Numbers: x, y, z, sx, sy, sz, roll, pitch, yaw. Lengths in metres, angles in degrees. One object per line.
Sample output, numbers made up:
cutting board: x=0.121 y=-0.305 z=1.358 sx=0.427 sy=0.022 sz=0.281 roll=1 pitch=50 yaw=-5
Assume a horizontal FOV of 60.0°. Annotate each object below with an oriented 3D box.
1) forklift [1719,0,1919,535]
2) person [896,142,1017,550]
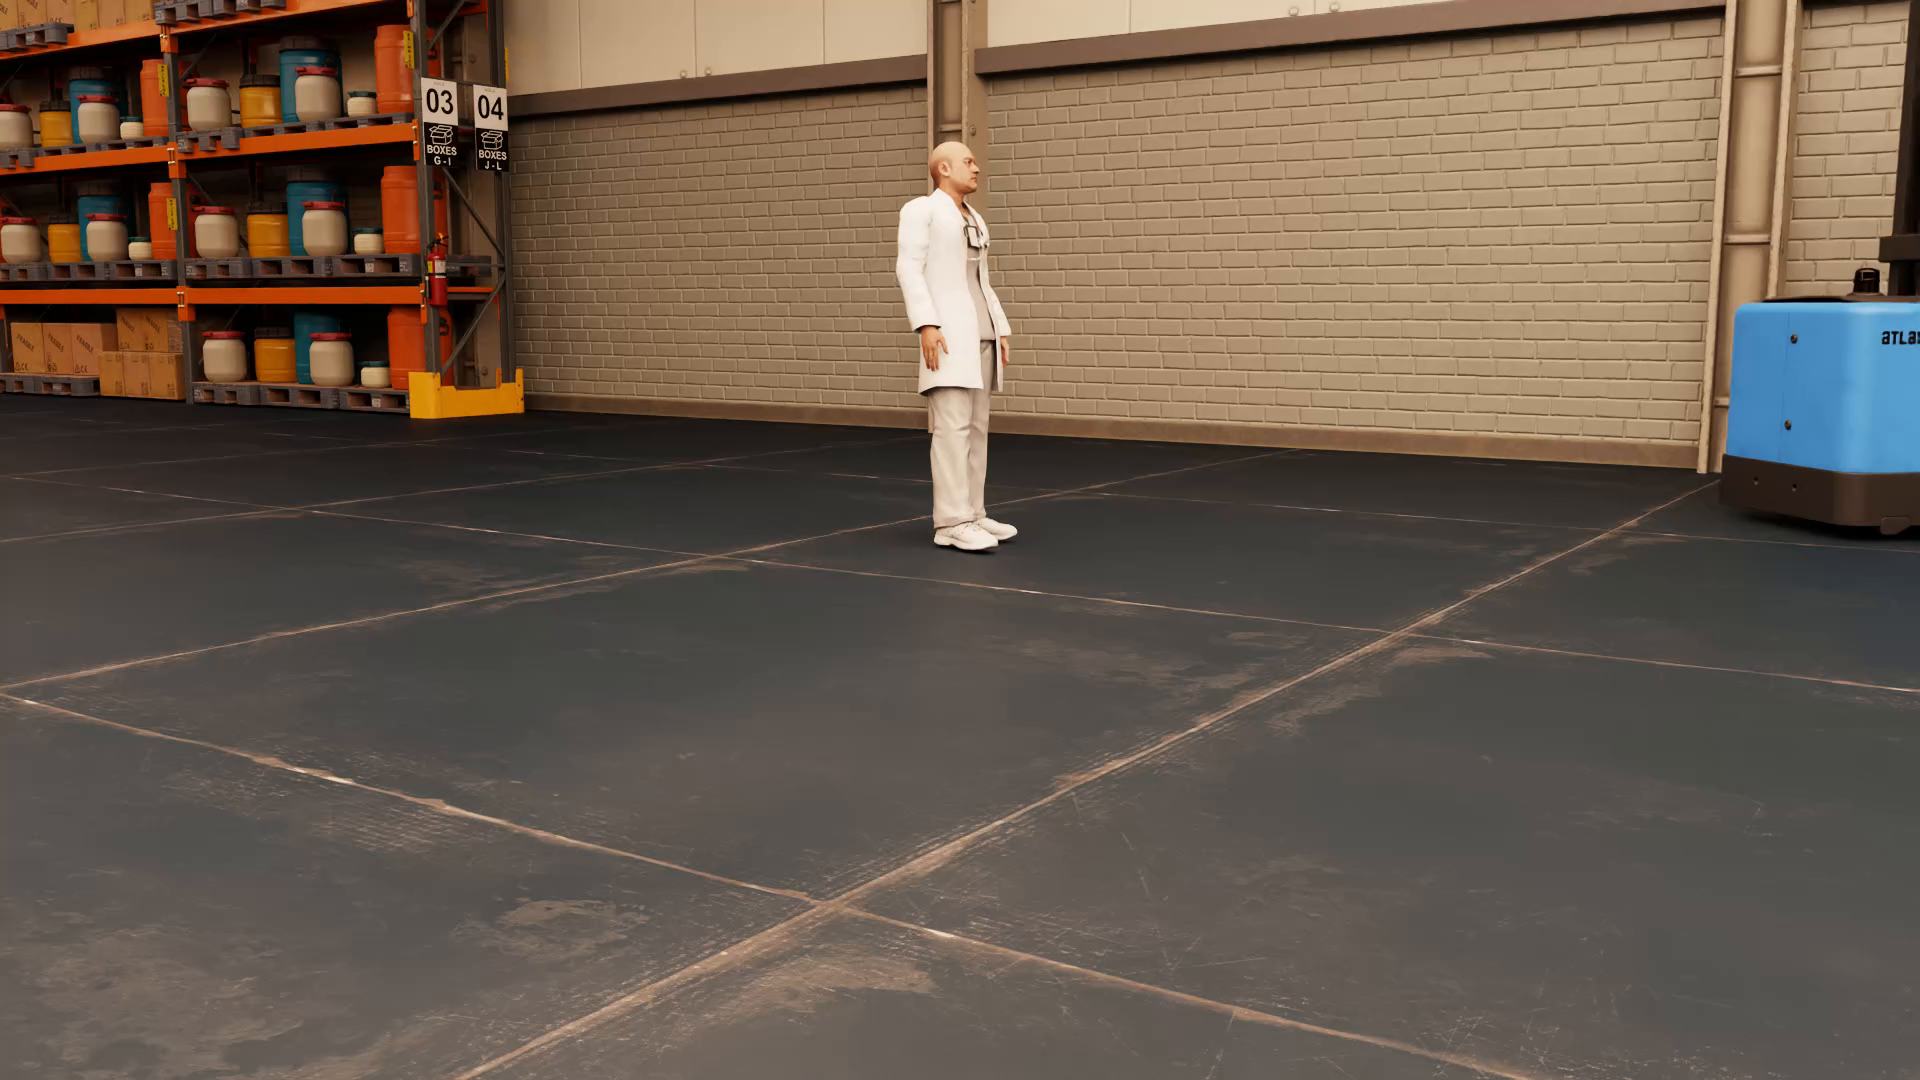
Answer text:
forklift: x=5.425 y=-1.540 z=8.020 sx=3.031 sy=2.935 sz=1.130 roll=-1 pitch=8 yaw=-7
person: x=0.074 y=-0.879 z=7.424 sx=0.578 sy=1.778 sz=0.696 roll=5 pitch=10 yaw=34
